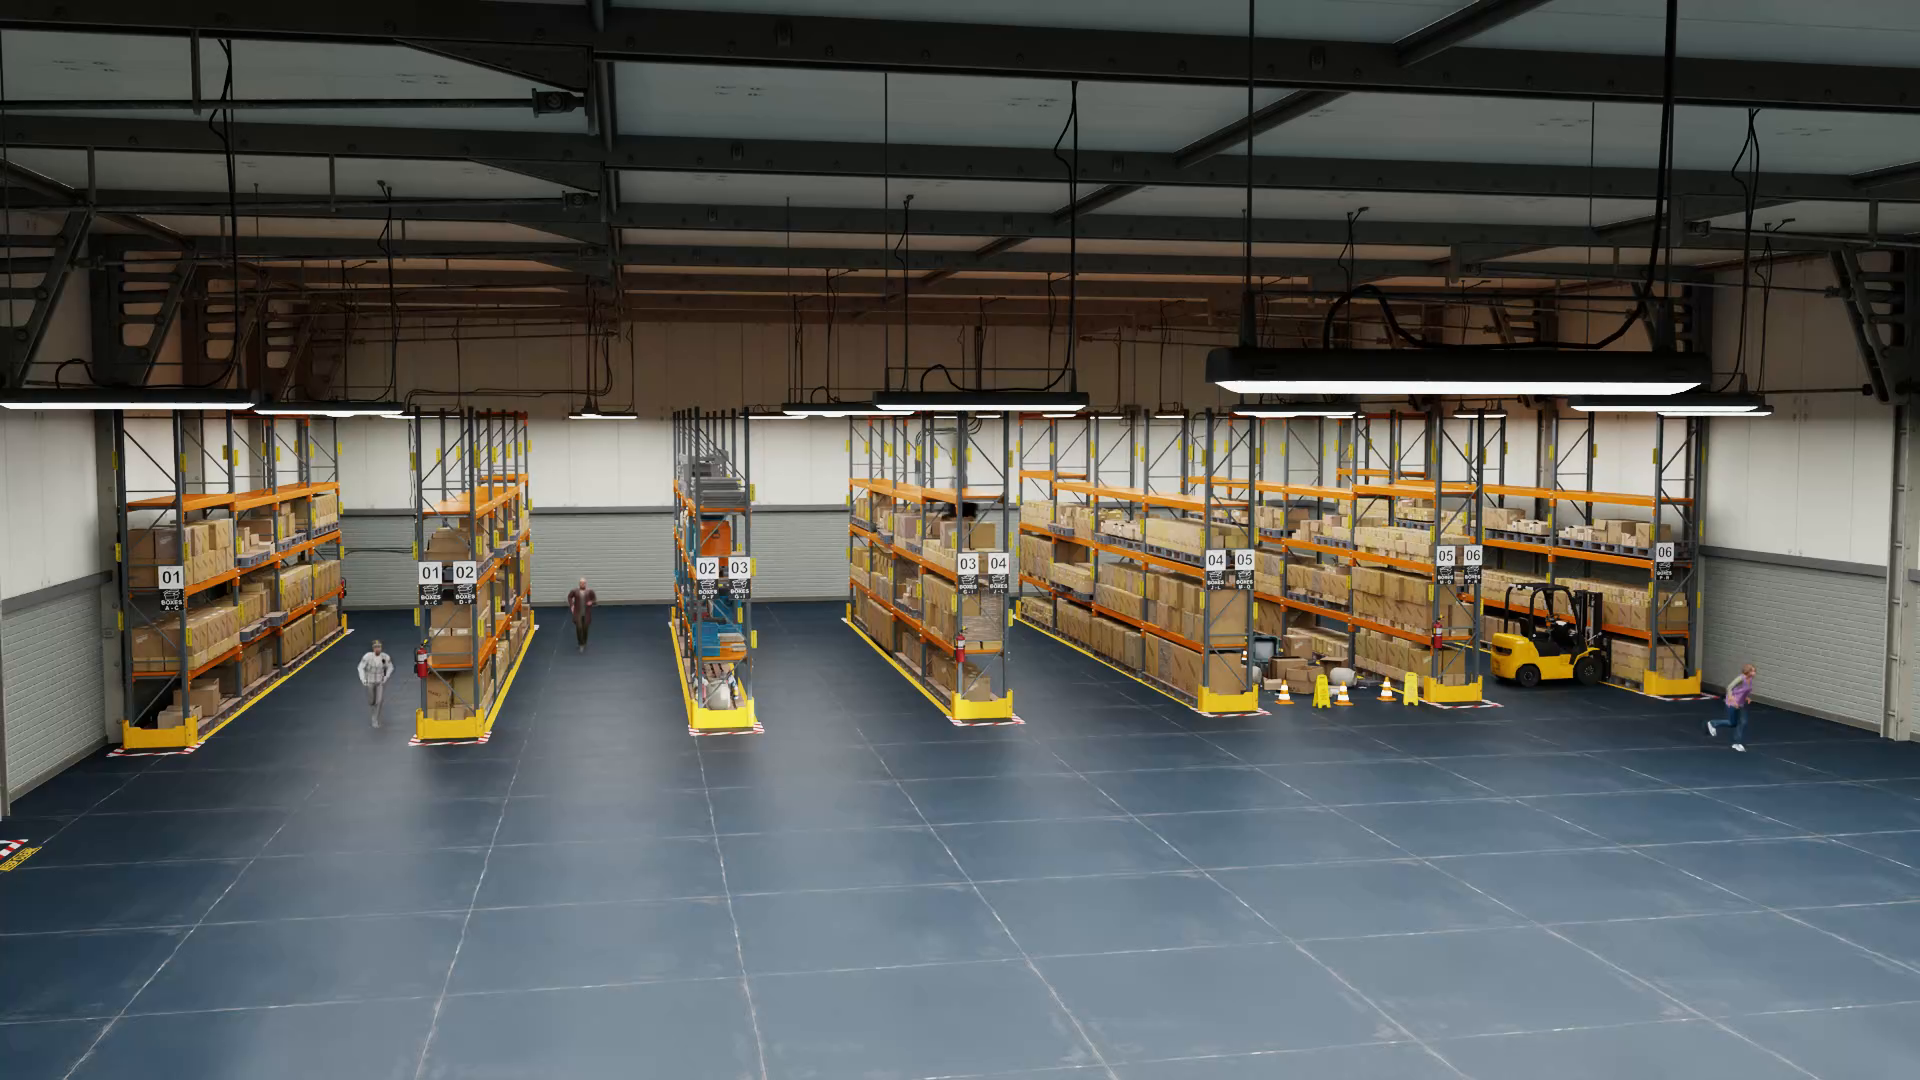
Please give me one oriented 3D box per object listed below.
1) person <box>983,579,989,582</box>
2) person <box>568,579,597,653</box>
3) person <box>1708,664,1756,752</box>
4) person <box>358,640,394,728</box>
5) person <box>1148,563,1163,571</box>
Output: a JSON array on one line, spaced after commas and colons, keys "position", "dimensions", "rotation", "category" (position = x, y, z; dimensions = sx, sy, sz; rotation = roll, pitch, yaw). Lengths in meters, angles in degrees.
[{"position": [0.700, 1.462, 48.147], "dimensions": [0.649, 1.697, 0.629], "rotation": [1, 4, 13], "category": "person"}, {"position": [-9.439, 1.862, 41.621], "dimensions": [0.704, 1.802, 1.047], "rotation": [-1, 4, -16], "category": "person"}, {"position": [13.538, 2.907, 29.171], "dimensions": [0.538, 1.545, 0.808], "rotation": [-3, 5, -40], "category": "person"}, {"position": [-11.046, 2.691, 31.461], "dimensions": [0.635, 1.669, 0.763], "rotation": [-1, 4, -20], "category": "person"}, {"position": [6.024, 1.195, 51.515], "dimensions": [0.602, 1.737, 0.657], "rotation": [-2, 5, -29], "category": "person"}]
